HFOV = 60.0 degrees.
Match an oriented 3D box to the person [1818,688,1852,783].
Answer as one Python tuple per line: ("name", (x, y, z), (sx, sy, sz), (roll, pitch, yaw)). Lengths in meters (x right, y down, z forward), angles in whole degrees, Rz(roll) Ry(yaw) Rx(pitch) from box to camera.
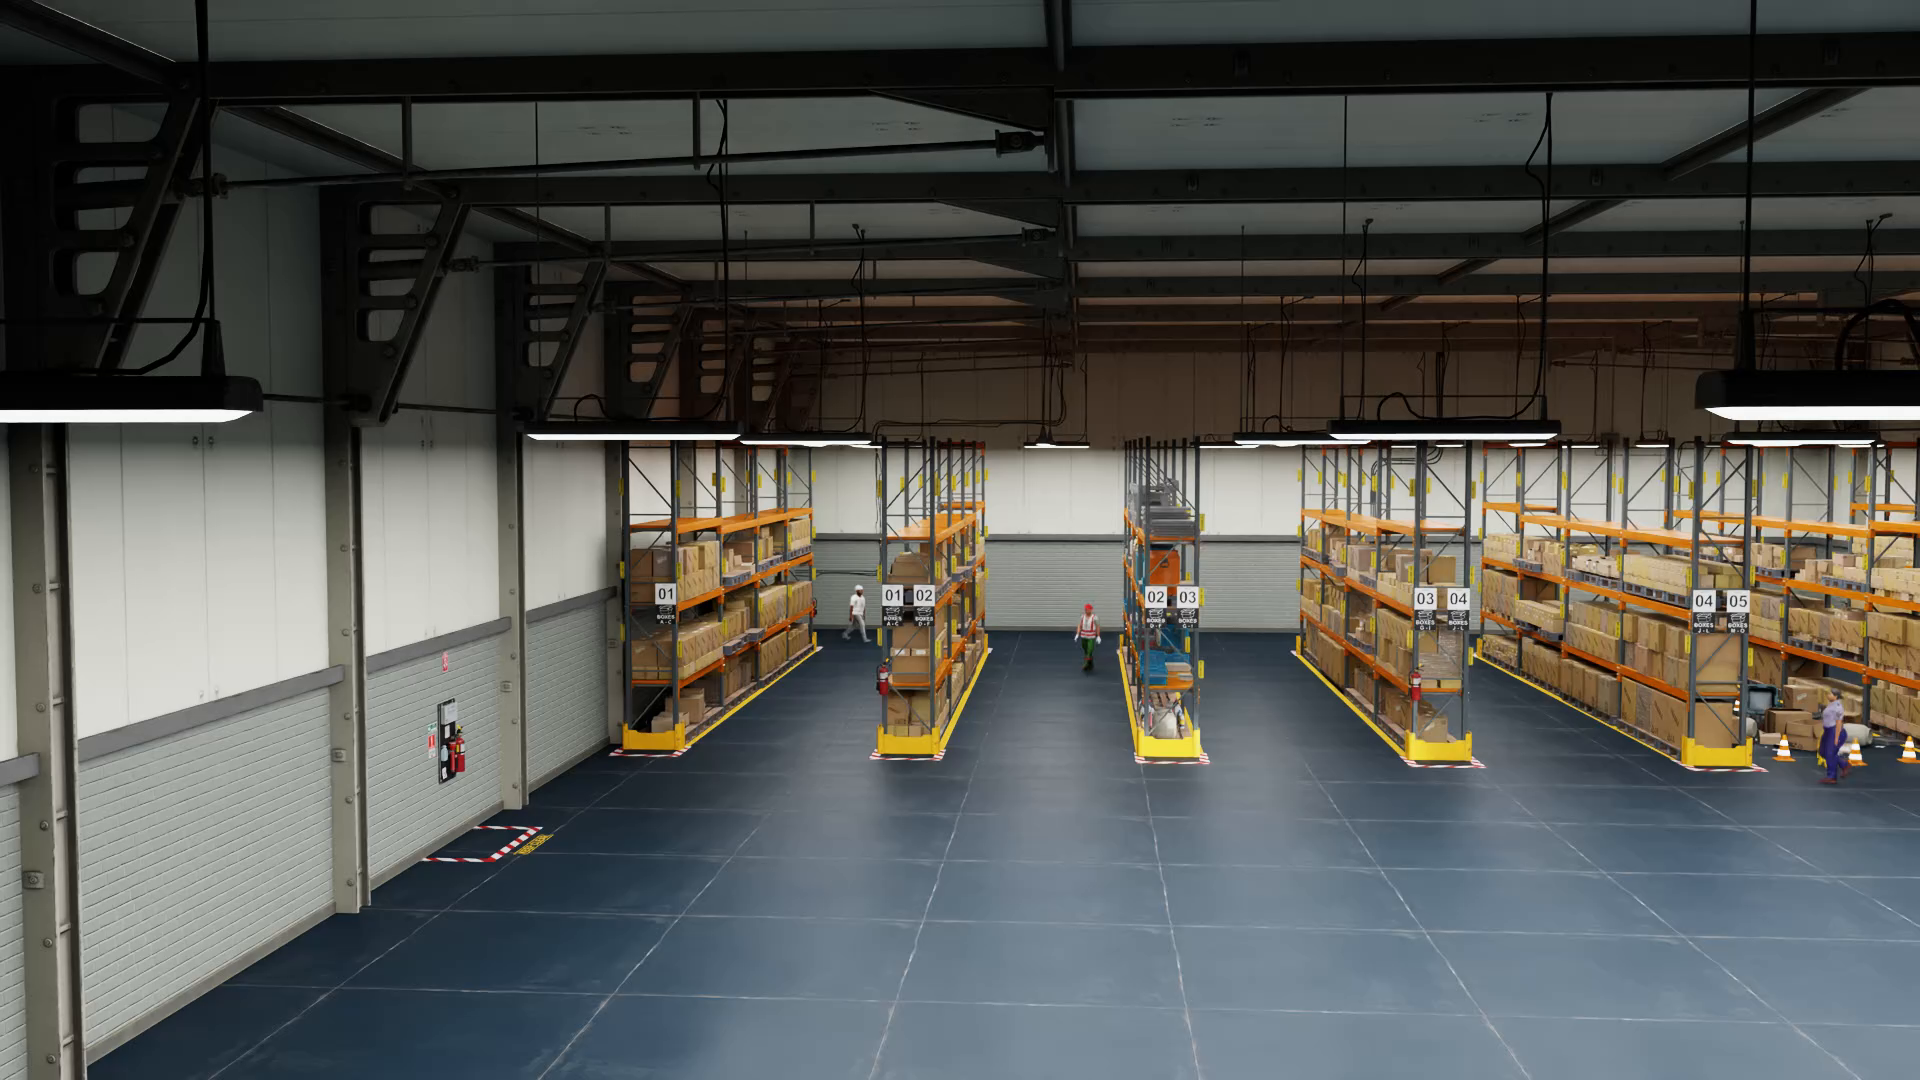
("person", (15.094, 3.361, 28.611), (0.612, 1.616, 0.485), (0, 3, 5))

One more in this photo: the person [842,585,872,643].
("person", (-3.072, 2.211, 49.802), (1.116, 1.714, 0.559), (1, 3, 24))

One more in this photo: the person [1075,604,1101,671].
("person", (3.279, 2.527, 43.133), (0.571, 1.725, 1.035), (2, 4, 33))
